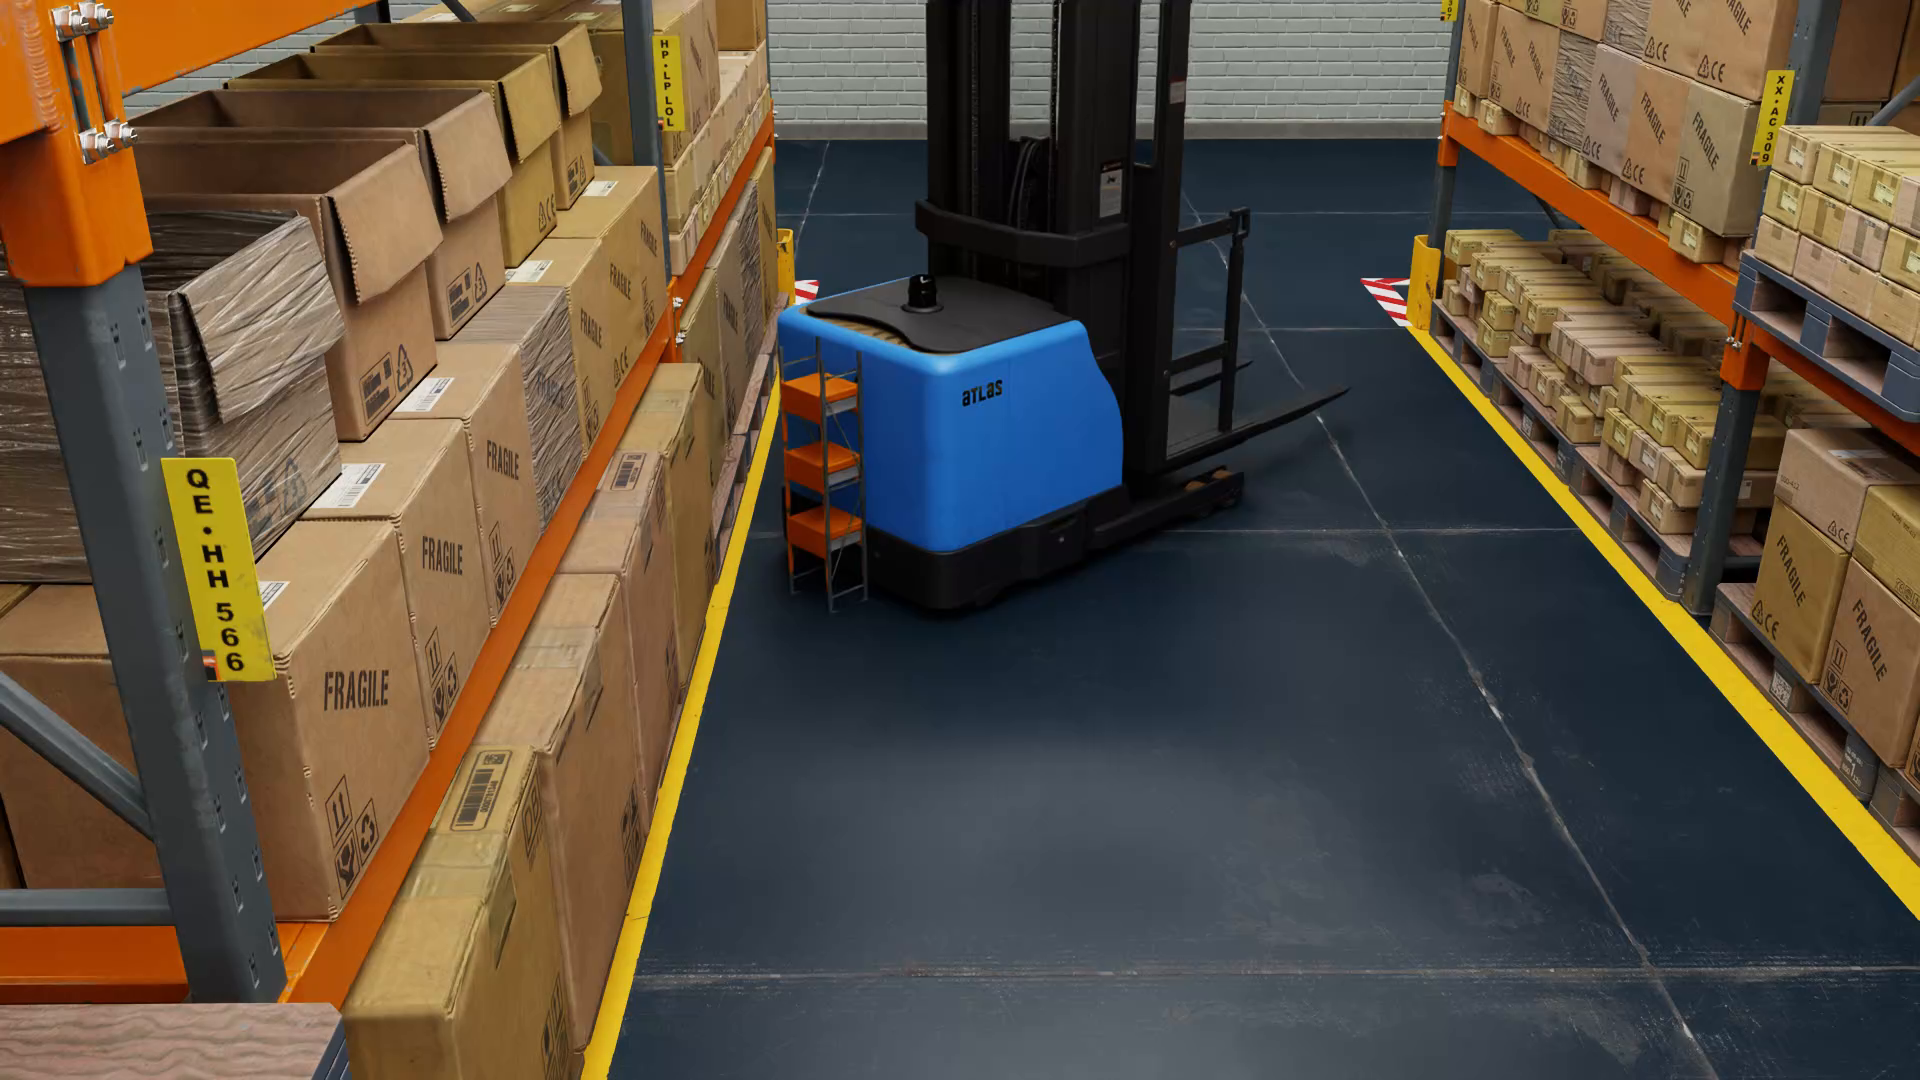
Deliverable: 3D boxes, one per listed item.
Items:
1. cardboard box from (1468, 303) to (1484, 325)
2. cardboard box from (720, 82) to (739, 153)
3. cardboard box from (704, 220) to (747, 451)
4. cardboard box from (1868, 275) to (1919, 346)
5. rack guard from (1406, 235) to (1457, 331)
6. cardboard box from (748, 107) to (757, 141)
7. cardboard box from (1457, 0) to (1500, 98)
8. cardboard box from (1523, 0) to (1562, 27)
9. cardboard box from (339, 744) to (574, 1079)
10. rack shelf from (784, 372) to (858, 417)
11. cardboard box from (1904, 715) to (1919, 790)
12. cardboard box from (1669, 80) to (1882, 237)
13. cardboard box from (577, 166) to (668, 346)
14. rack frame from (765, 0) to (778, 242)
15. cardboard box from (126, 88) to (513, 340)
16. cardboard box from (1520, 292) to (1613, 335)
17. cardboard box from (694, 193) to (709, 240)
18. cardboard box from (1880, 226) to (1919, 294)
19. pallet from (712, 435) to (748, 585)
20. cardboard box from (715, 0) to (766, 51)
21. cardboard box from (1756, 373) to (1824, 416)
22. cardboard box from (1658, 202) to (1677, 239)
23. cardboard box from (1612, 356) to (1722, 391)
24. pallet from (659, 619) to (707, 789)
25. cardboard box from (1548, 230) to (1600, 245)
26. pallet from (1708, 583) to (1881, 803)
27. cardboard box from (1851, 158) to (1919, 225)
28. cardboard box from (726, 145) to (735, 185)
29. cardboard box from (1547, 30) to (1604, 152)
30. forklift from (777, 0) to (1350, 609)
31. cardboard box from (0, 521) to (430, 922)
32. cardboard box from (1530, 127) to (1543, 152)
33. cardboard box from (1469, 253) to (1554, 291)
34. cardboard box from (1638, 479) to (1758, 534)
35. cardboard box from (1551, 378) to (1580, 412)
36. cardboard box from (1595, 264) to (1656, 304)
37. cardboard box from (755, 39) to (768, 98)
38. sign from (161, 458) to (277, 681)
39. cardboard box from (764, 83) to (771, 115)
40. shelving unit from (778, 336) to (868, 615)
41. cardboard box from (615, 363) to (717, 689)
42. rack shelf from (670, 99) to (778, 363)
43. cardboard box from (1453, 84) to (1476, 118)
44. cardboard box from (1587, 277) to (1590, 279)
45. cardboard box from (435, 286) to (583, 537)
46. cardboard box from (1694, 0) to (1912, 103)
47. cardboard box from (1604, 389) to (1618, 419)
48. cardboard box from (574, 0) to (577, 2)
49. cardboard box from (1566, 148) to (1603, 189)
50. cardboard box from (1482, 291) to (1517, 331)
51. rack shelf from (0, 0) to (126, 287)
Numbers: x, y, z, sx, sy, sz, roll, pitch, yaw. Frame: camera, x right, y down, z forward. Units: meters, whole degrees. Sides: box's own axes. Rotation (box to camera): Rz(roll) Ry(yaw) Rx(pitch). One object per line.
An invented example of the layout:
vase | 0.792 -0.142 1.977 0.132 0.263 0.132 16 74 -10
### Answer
cardboard box | 3.117 -1.303 9.442 0.380 0.149 0.250 0 24 -1
cardboard box | -1.322 -1.990 7.832 0.500 0.250 0.500 0 24 0
cardboard box | -1.507 -0.973 7.831 0.875 0.875 0.875 0 24 -1
cardboard box | 2.944 -0.679 4.907 0.380 0.149 0.250 0 24 0
rack guard | 3.348 -1.566 10.105 1.175 0.500 0.348 0 24 -1
cardboard box | -1.273 -2.182 8.738 0.380 0.149 0.250 0 24 0
cardboard box | 3.076 -2.731 9.165 0.500 0.500 0.500 1 24 2
cardboard box | 3.082 -2.764 8.025 0.500 0.500 0.500 -1 24 -2
cardboard box | -1.513 1.034 3.393 1.225 0.875 0.875 -1 24 -3
rack shelf | -0.531 -0.558 6.380 0.184 0.087 0.229 -22 32 -39
cardboard box | 3.160 0.600 4.808 0.500 0.500 0.500 0 24 0
cardboard box | 3.103 -1.467 6.371 0.500 0.500 0.500 0 24 0
cardboard box | -1.292 -0.961 5.613 0.500 0.500 0.500 0 24 0
rack frame | -1.614 -2.755 9.702 1.000 3.000 0.127 0 24 -1
cardboard box | -1.536 -0.807 4.057 0.797 0.503 0.637 1 24 1
cardboard box | 3.047 -1.140 8.358 0.380 0.149 0.250 0 24 0
cardboard box | -1.247 -1.333 6.861 0.380 0.149 0.250 1 24 1
cardboard box | 2.947 -0.815 4.847 0.380 0.149 0.250 -1 24 -3
pallet | -1.500 -0.150 7.326 1.003 0.211 1.213 0 24 -1
cardboard box | -1.346 -2.964 9.075 0.500 0.500 0.500 0 24 0
cardboard box | 3.598 -0.612 7.190 0.380 0.149 0.250 -1 24 -1
cardboard box | 3.099 -1.306 6.802 0.380 0.149 0.250 1 24 2
cardboard box | 3.149 -0.711 7.411 0.380 0.149 0.250 1 24 1
pallet | -1.486 0.481 5.930 1.003 0.211 1.213 0 24 -1
cardboard box | 3.606 -1.682 9.557 0.380 0.149 0.250 0 24 0
pallet | 3.401 0.504 5.880 1.003 0.211 1.213 0 24 -1
cardboard box | 2.944 -1.051 5.006 0.380 0.149 0.250 0 24 0
cardboard box | -1.259 -1.758 7.802 0.380 0.149 0.250 -1 24 -2
cardboard box | 3.111 -2.098 7.767 0.500 0.500 0.500 -1 24 -2
forklift | 0.654 -1.569 7.163 3.031 2.935 1.130 -22 32 -39
cardboard box | -1.260 0.294 2.838 0.500 0.500 0.500 0 24 1
cardboard box | 3.135 -2.052 8.453 0.380 0.149 0.250 0 24 -1
cardboard box | 3.011 -1.464 9.076 0.380 0.149 0.250 0 24 -1
cardboard box | 3.046 -0.140 6.869 0.380 0.149 0.250 0 24 0
cardboard box | 3.099 -0.674 8.051 0.380 0.149 0.250 0 24 0
cardboard box | 3.621 -1.365 8.857 0.380 0.149 0.250 -1 24 -3
cardboard box | -1.343 -2.624 9.232 0.500 0.250 0.500 -1 24 -1
sign | -0.984 0.044 2.205 0.100 0.325 0.005 0 24 -1
cardboard box | -1.281 -2.495 9.432 0.380 0.149 0.250 0 24 0
shelving unit | -0.531 -0.246 6.520 0.215 1.050 0.252 -22 32 -39
cardboard box | -1.543 -0.066 5.826 1.225 0.875 0.875 0 24 0
rack shelf | -1.592 -1.603 8.028 1.077 0.370 4.000 0 24 -1
cardboard box | 3.023 -2.486 9.412 0.380 0.149 0.250 0 24 -1
cardboard box | 3.587 -1.440 9.382 0.380 0.149 0.250 -1 24 -2
cardboard box | -1.280 -0.335 4.230 0.500 0.500 0.500 0 24 0
cardboard box | 3.115 -1.917 6.152 0.500 0.500 0.500 -1 24 -2
cardboard box | 3.129 -0.569 7.458 0.380 0.149 0.250 0 24 0
cardboard box | -1.861 -2.546 8.149 0.500 0.500 0.500 -1 24 -2
cardboard box | 3.065 -1.734 7.748 0.380 0.149 0.250 0 24 0
cardboard box | 3.028 -1.227 8.912 0.380 0.149 0.250 0 24 1
rack shelf | -1.505 0.327 0.121 1.077 0.370 4.000 0 24 -1
